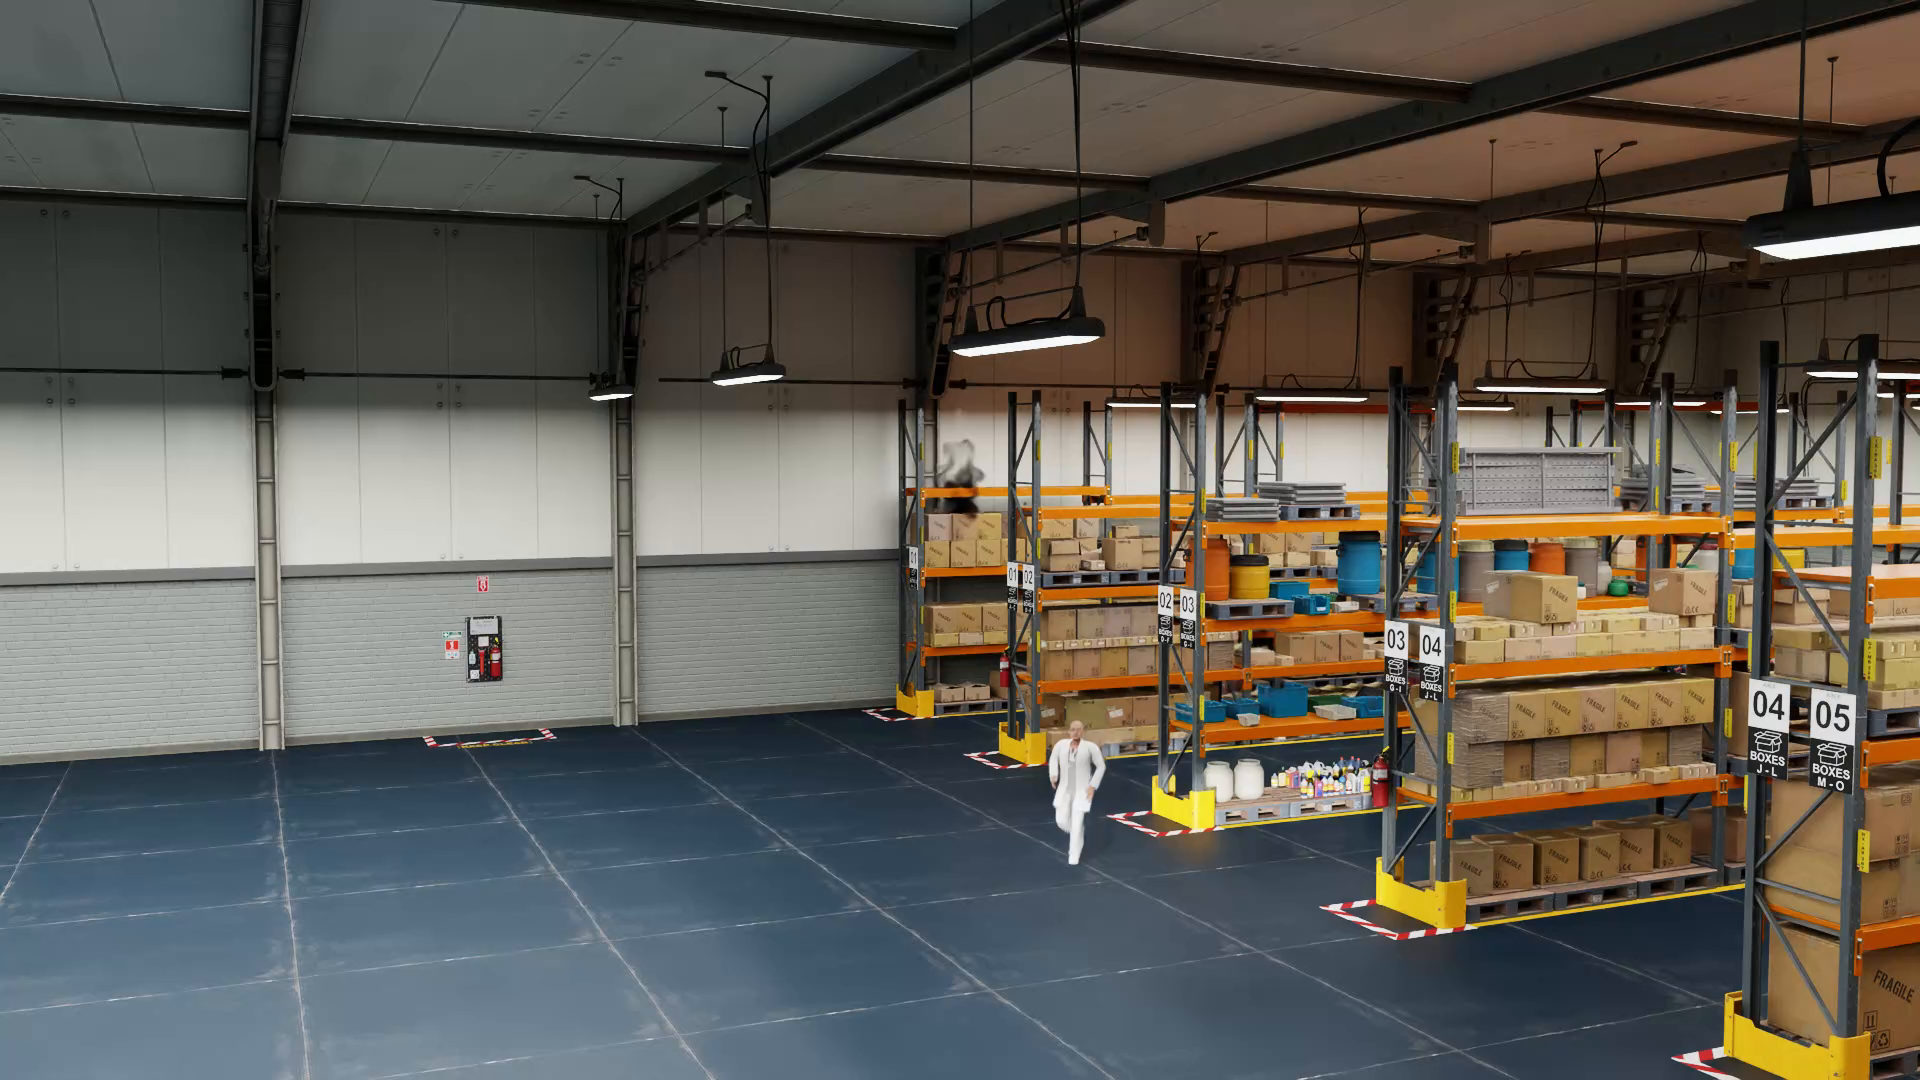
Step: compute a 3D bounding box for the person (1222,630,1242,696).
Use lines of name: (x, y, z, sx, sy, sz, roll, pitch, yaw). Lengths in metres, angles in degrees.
person: (5.188, 2.506, 31.340, 0.752, 1.658, 0.587, -2, 4, -30)

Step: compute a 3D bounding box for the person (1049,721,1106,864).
person: (1.421, 3.099, 20.554, 0.746, 1.742, 0.577, 1, 4, 23)
